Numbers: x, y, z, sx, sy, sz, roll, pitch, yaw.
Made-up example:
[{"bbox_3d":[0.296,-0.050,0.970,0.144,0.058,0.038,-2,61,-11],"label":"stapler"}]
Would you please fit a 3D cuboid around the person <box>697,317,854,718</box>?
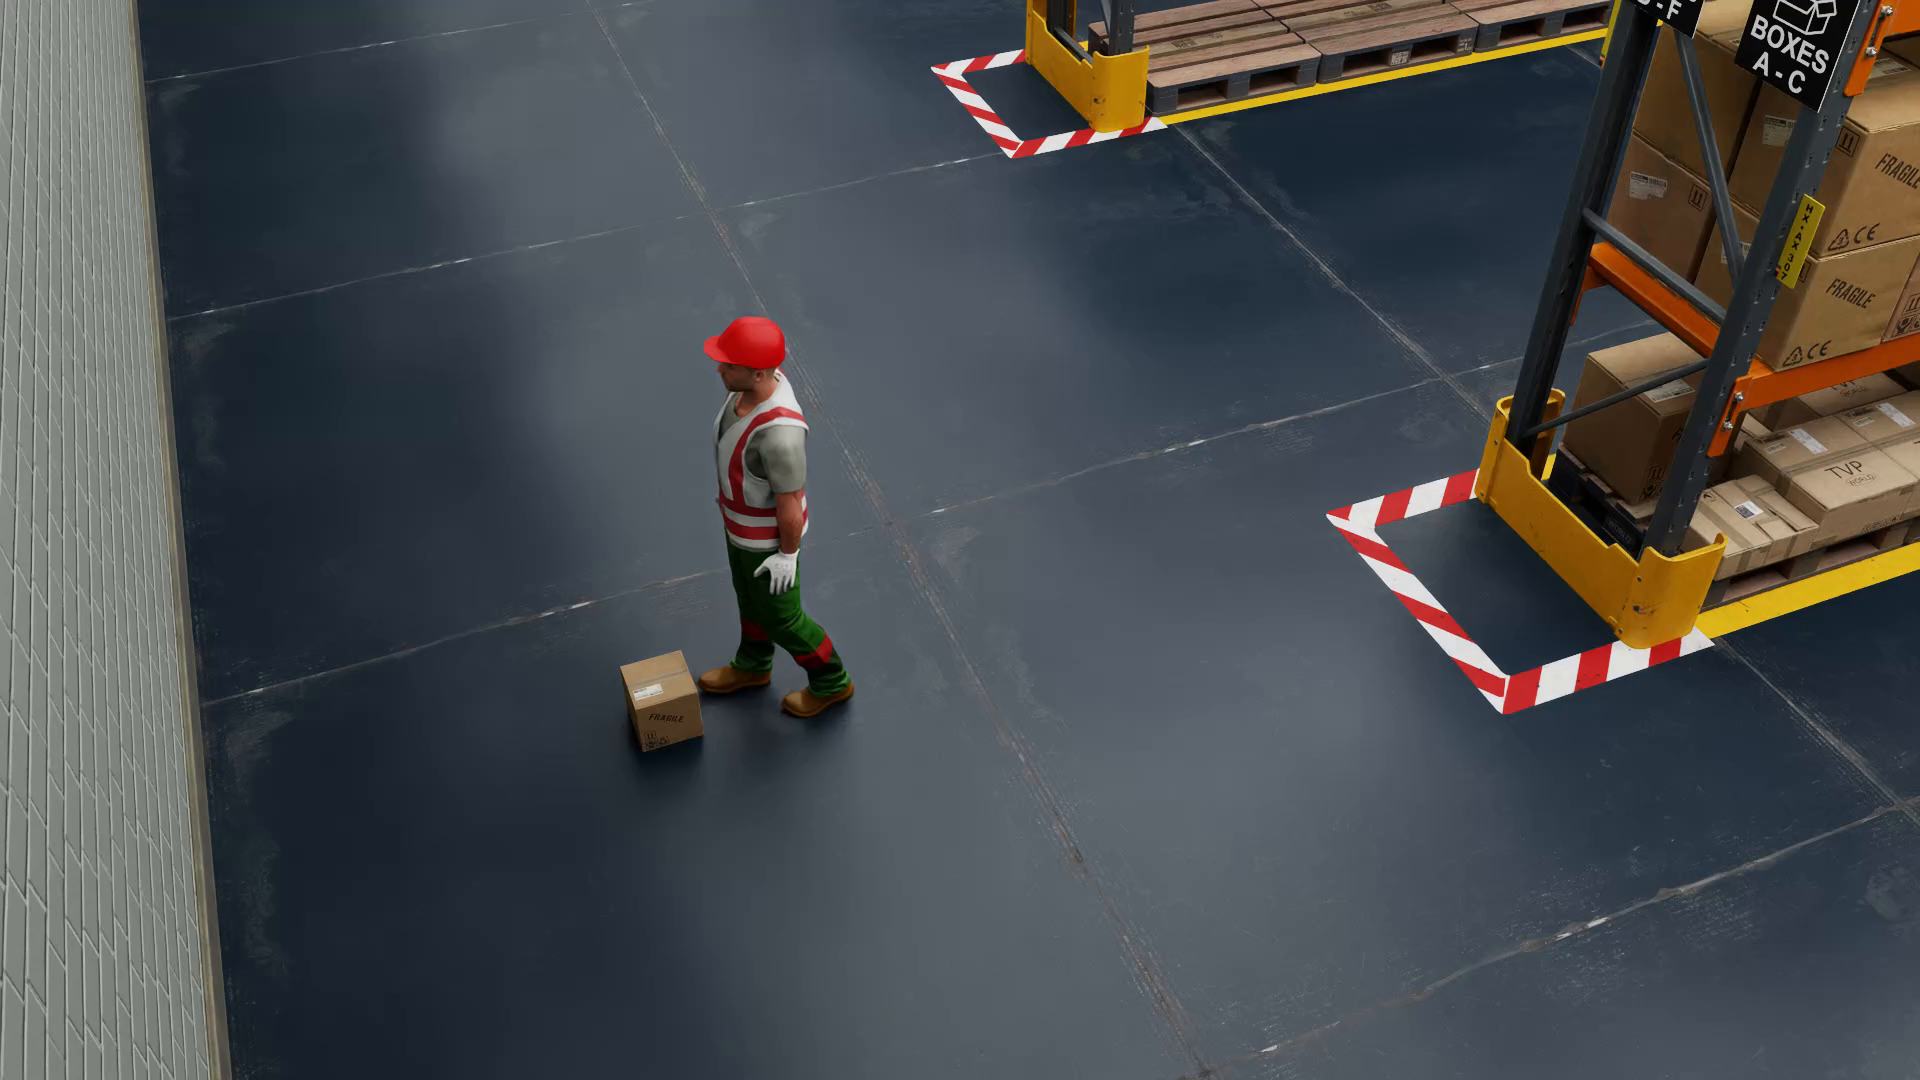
[{"bbox_3d":[-0.758,-0.064,6.208,0.603,1.799,0.560,-11,43,-12],"label":"person"}]
